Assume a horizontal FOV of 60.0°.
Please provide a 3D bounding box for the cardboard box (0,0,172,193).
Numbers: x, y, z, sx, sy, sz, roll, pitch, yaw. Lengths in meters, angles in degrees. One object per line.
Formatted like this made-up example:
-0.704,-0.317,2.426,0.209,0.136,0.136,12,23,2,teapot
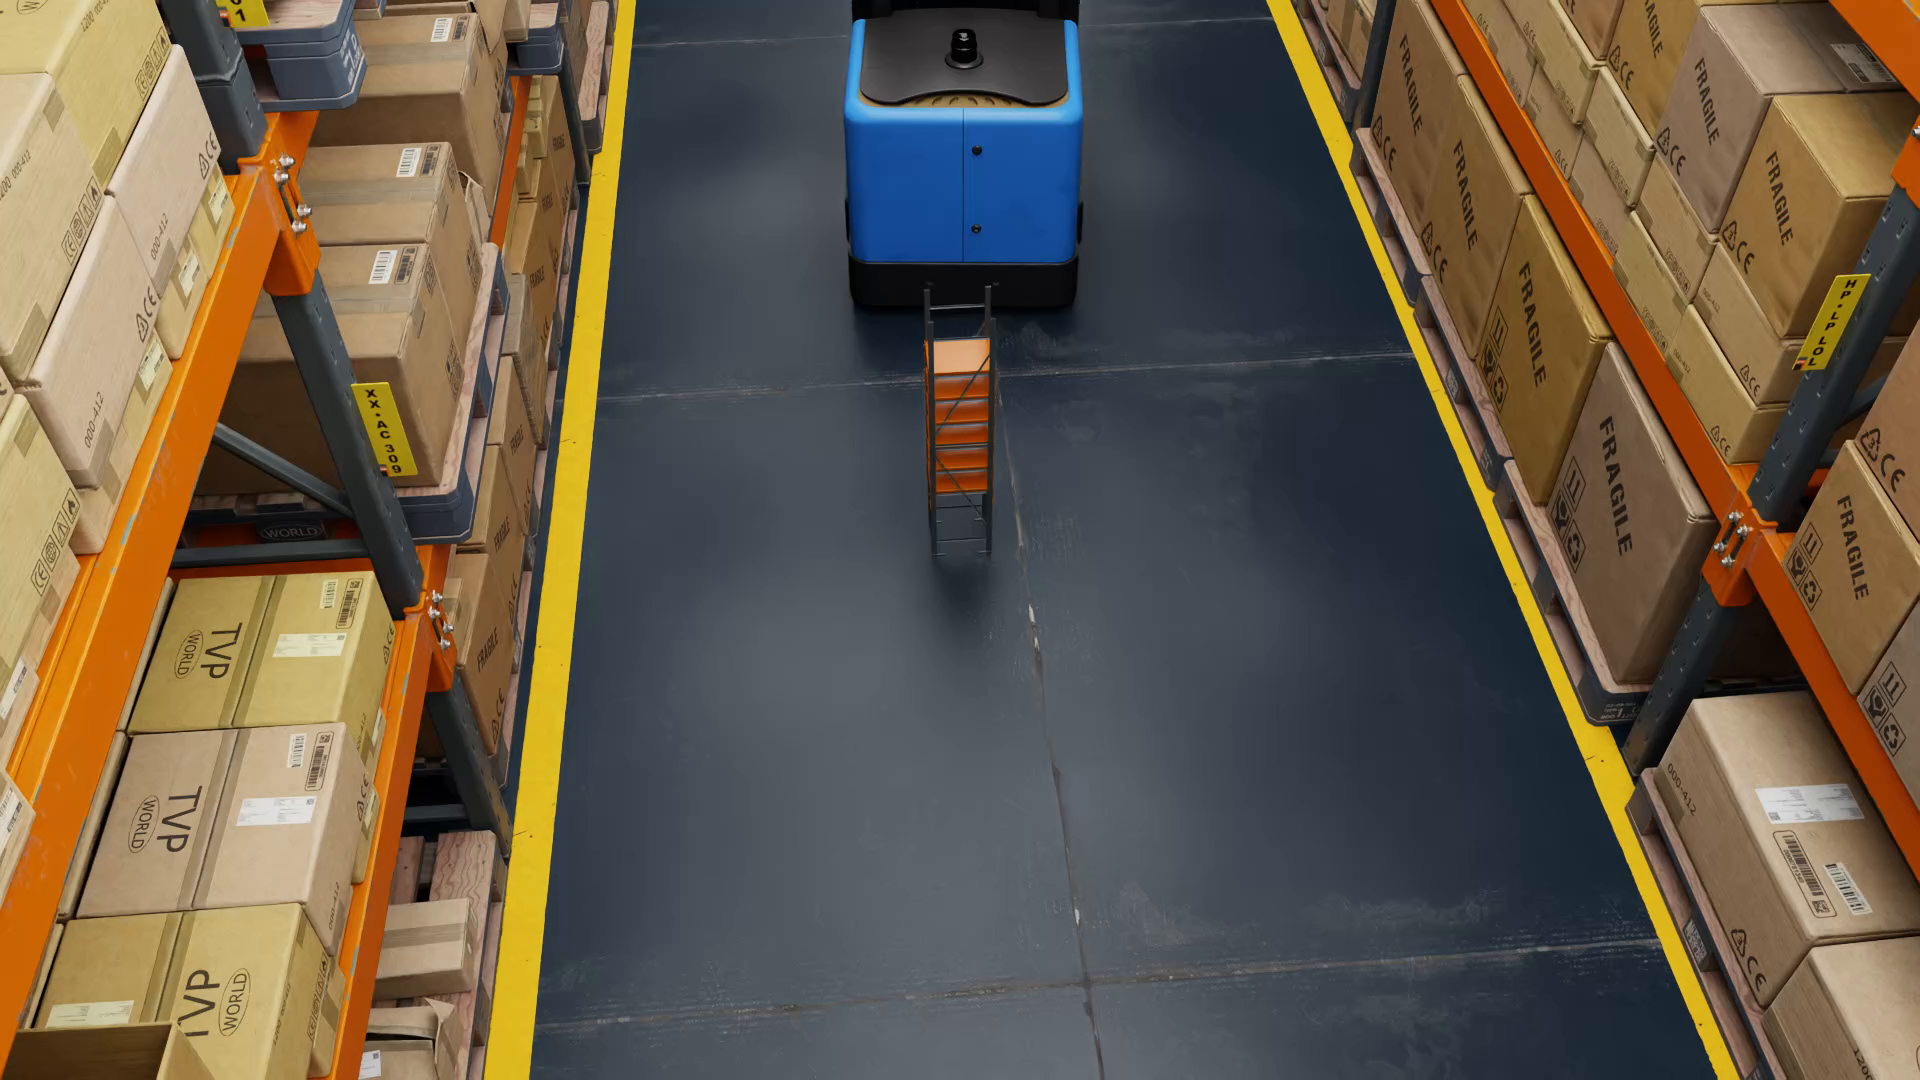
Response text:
-1.768,-0.853,2.980,0.500,0.250,0.500,-3,47,-3,cardboard box

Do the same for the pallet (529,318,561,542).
-2.261,-0.462,7.042,1.003,0.211,1.213,-3,47,-3,pallet

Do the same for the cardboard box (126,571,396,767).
-1.764,0.353,4.248,0.500,0.250,0.500,-2,47,-2,cardboard box

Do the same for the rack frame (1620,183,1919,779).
2.896,-0.254,4.925,1.000,3.000,0.127,-3,47,-3,rack frame

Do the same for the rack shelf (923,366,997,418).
-0.001,-0.558,6.182,0.258,0.103,0.180,-3,47,-3,rack shelf

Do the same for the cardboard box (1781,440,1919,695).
2.674,0.067,4.552,0.500,0.500,0.500,-2,47,-2,cardboard box

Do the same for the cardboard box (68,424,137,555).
-1.678,-0.103,2.888,0.380,0.149,0.250,-4,47,-3,cardboard box

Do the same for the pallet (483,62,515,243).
-2.217,-1.371,6.115,1.003,0.211,1.213,-3,47,-3,pallet

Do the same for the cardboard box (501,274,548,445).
-1.995,-0.720,6.798,0.500,0.500,0.500,-5,47,-5,cardboard box

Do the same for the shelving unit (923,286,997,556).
-0.001,-0.423,6.324,0.258,1.200,0.189,-3,47,-3,shelving unit

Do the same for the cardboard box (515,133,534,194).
-2.059,-1.621,7.205,0.380,0.149,0.250,-5,47,-5,cardboard box

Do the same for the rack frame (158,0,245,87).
-2.050,-2.013,2.458,1.000,3.000,0.127,-3,47,-3,rack frame

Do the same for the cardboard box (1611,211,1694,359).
2.566,-0.880,5.621,0.500,0.250,0.500,-4,47,-4,cardboard box

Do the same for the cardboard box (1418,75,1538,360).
2.607,-1.412,7.195,0.875,0.875,0.875,-3,47,-3,cardboard box

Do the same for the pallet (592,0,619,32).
-2.514,-3.364,9.790,1.003,0.211,1.213,-3,47,-3,pallet

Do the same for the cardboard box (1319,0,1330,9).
2.454,-3.332,9.360,0.950,0.372,0.625,-4,47,-4,cardboard box

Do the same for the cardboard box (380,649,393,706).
-1.771,0.352,4.524,0.380,0.149,0.250,-3,47,-3,cardboard box

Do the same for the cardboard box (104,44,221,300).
-1.760,-0.698,3.178,0.500,0.250,0.500,-3,47,-3,cardboard box

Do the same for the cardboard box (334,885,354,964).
-1.687,0.917,3.989,0.380,0.149,0.250,-2,47,-2,cardboard box

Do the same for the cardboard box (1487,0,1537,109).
2.450,-1.977,6.660,0.500,0.250,0.500,-2,47,-2,cardboard box

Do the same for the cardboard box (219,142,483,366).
-1.911,-0.867,5.147,0.700,0.500,0.500,-3,47,-3,cardboard box

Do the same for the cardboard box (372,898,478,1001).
-1.711,1.271,5.154,0.380,0.149,0.250,-5,47,-4,cardboard box

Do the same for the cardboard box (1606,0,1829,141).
2.535,-1.682,5.520,0.500,0.500,0.500,-2,47,-2,cardboard box

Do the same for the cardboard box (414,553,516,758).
-1.866,0.402,5.736,0.500,0.500,0.500,-2,47,-2,cardboard box

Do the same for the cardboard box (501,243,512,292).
-2.008,-1.049,6.663,0.380,0.149,0.250,-6,47,-5,cardboard box

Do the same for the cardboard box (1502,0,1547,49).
2.429,-2.152,6.481,0.500,0.250,0.500,-4,47,-3,cardboard box

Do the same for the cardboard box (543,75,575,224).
-2.135,-1.836,7.855,0.500,0.500,0.500,-2,47,-2,cardboard box

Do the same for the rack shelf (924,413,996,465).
-0.001,-0.392,6.357,0.258,0.103,0.180,-3,47,-3,rack shelf

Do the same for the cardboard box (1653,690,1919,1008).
2.842,0.943,5.266,0.875,0.438,0.875,-4,47,-4,cardboard box

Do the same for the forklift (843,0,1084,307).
0.029,-3.136,7.702,1.130,2.935,3.031,0,47,0,forklift

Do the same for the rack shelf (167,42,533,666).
-2.217,-1.149,6.268,1.077,0.370,4.000,-3,47,-3,rack shelf

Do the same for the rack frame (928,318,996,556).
0.006,-0.357,6.262,0.240,1.200,0.006,-3,47,-3,rack frame

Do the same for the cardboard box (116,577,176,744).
-2.277,0.374,4.228,0.500,0.250,0.500,-4,47,-4,cardboard box

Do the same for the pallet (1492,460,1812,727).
2.756,0.151,6.462,1.003,0.211,1.213,-3,47,-3,pallet

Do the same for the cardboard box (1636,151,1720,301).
2.568,-1.040,5.428,0.500,0.250,0.500,-2,47,-2,cardboard box

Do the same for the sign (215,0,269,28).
-1.510,-1.198,3.396,0.100,0.325,0.005,-3,47,-3,sign

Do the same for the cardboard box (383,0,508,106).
-2.064,-1.854,6.080,0.797,0.503,0.637,-4,47,-4,cardboard box

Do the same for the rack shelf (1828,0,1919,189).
2.729,-2.485,5.467,1.077,0.370,4.000,-3,47,-3,rack shelf

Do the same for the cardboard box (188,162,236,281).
-1.725,-0.653,3.409,0.380,0.149,0.250,-4,47,-4,cardboard box

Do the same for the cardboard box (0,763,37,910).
-1.567,0.459,2.356,0.380,0.149,0.250,-3,47,-2,cardboard box

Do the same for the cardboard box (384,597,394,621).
-1.875,0.168,5.306,0.380,0.149,0.250,-4,47,-4,cardboard box

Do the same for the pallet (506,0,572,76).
-2.258,-2.292,6.987,1.213,0.211,1.003,-3,47,-3,pallet
